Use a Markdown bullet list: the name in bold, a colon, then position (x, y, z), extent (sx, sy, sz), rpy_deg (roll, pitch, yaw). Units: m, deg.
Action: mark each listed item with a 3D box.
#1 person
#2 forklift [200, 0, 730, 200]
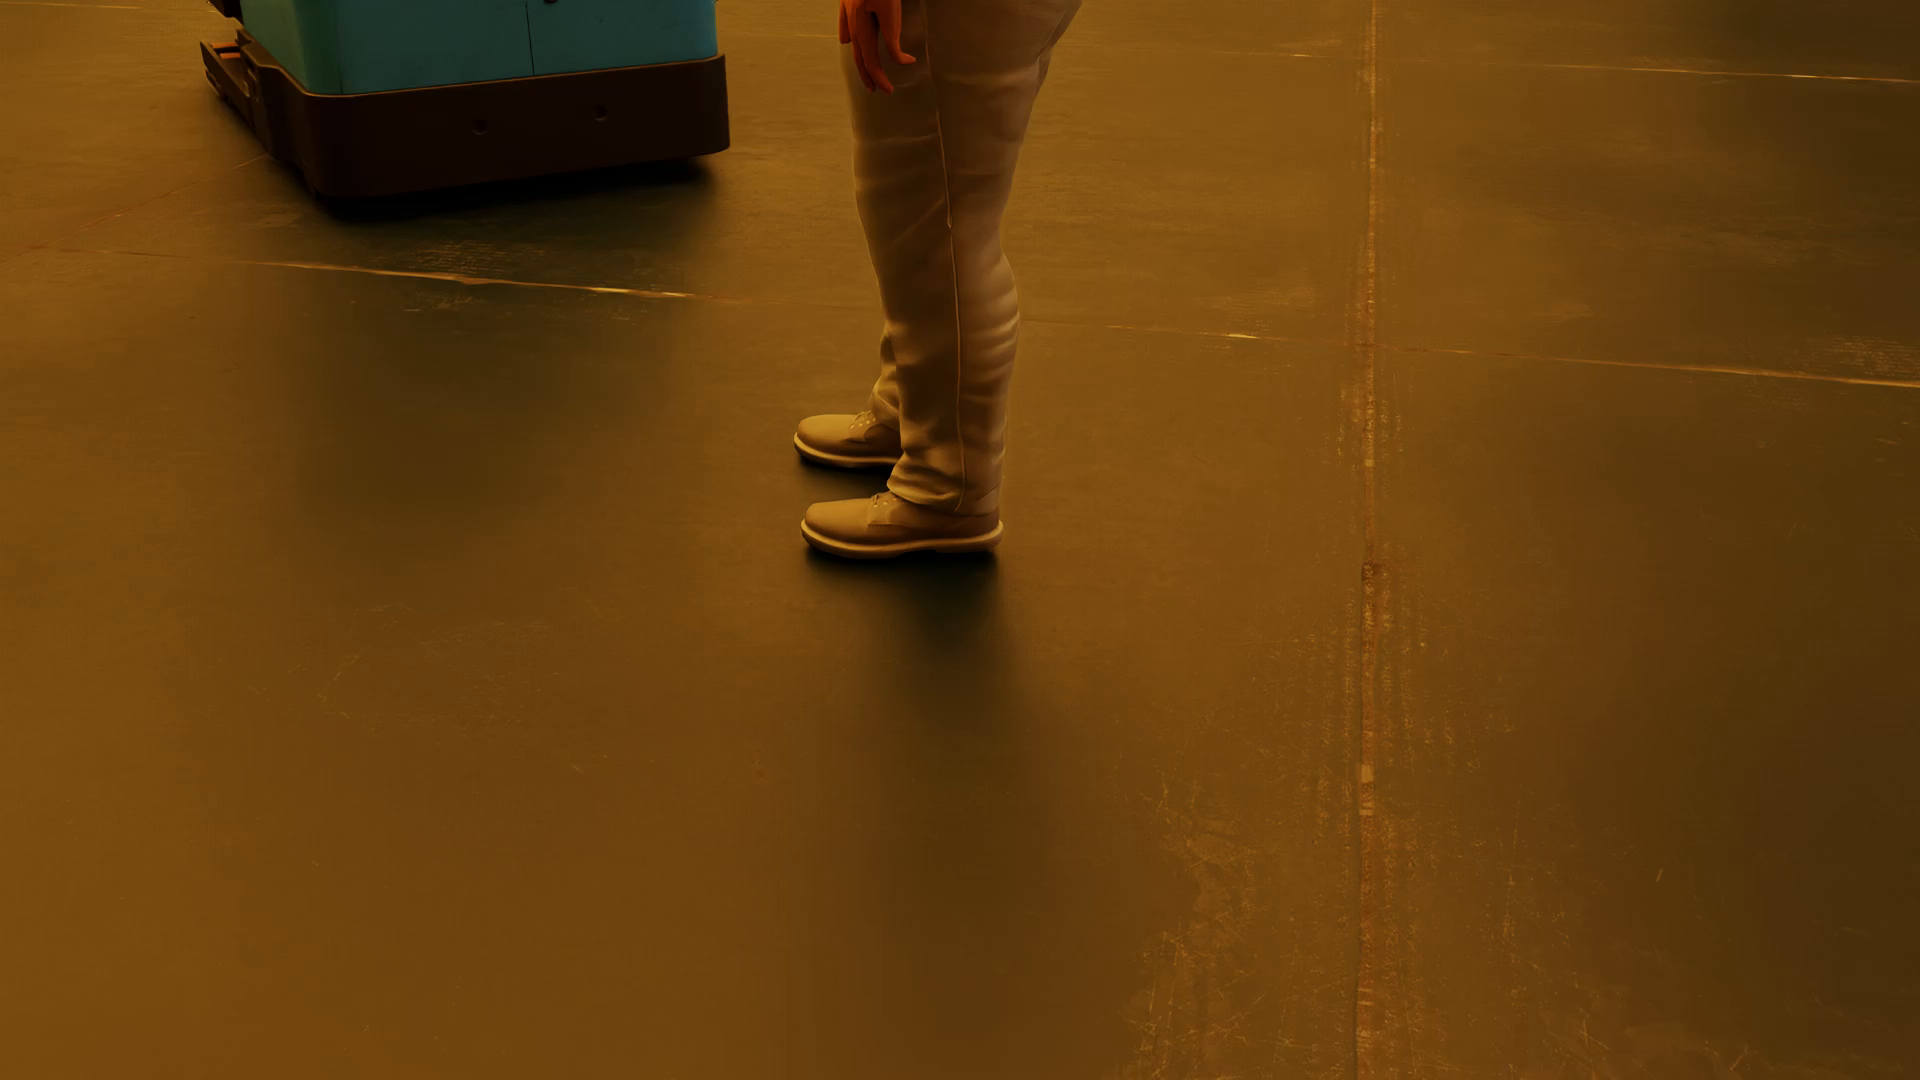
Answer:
- **person**: position (-0.070, -0.769, 2.156), extent (0.529, 1.670, 0.598), rpy_deg (6, 27, 11)
- **forklift**: position (-1.769, -2.747, 4.692), extent (1.130, 2.935, 3.031), rpy_deg (-14, 30, -26)
